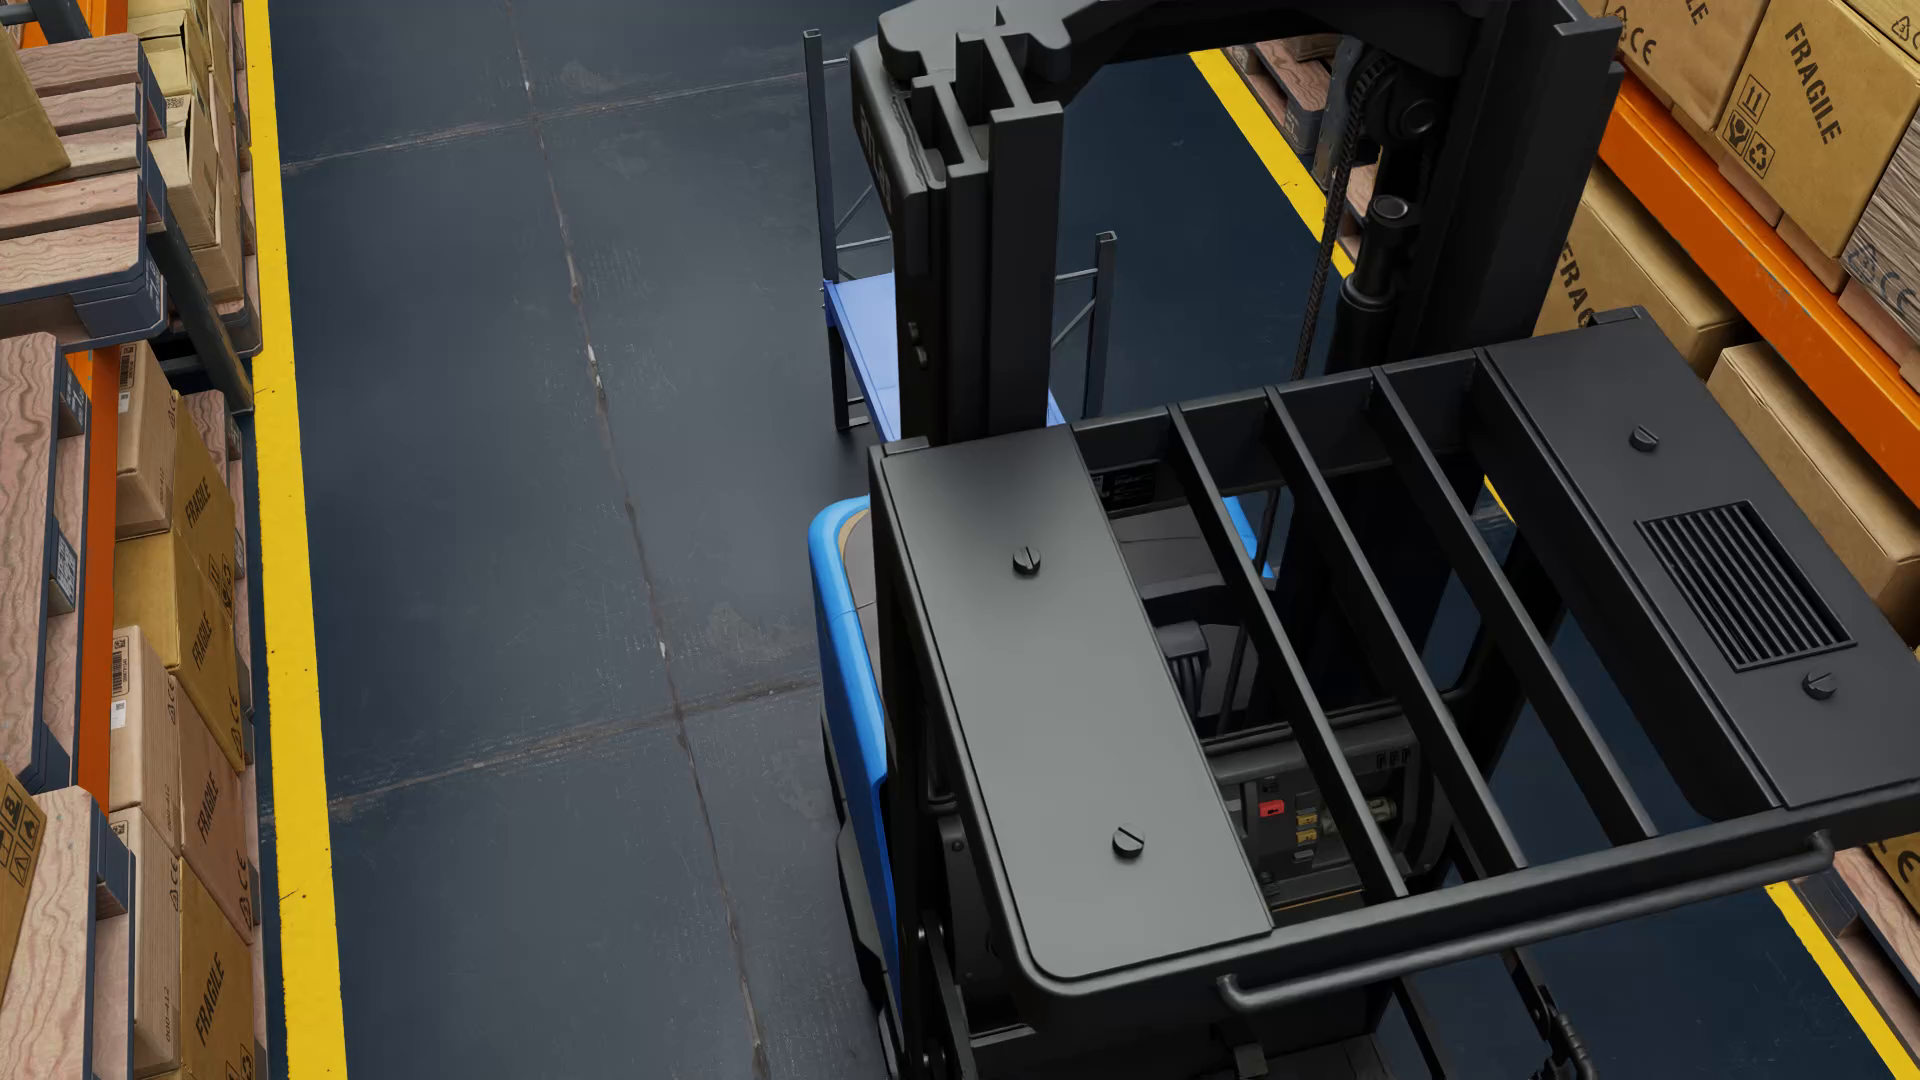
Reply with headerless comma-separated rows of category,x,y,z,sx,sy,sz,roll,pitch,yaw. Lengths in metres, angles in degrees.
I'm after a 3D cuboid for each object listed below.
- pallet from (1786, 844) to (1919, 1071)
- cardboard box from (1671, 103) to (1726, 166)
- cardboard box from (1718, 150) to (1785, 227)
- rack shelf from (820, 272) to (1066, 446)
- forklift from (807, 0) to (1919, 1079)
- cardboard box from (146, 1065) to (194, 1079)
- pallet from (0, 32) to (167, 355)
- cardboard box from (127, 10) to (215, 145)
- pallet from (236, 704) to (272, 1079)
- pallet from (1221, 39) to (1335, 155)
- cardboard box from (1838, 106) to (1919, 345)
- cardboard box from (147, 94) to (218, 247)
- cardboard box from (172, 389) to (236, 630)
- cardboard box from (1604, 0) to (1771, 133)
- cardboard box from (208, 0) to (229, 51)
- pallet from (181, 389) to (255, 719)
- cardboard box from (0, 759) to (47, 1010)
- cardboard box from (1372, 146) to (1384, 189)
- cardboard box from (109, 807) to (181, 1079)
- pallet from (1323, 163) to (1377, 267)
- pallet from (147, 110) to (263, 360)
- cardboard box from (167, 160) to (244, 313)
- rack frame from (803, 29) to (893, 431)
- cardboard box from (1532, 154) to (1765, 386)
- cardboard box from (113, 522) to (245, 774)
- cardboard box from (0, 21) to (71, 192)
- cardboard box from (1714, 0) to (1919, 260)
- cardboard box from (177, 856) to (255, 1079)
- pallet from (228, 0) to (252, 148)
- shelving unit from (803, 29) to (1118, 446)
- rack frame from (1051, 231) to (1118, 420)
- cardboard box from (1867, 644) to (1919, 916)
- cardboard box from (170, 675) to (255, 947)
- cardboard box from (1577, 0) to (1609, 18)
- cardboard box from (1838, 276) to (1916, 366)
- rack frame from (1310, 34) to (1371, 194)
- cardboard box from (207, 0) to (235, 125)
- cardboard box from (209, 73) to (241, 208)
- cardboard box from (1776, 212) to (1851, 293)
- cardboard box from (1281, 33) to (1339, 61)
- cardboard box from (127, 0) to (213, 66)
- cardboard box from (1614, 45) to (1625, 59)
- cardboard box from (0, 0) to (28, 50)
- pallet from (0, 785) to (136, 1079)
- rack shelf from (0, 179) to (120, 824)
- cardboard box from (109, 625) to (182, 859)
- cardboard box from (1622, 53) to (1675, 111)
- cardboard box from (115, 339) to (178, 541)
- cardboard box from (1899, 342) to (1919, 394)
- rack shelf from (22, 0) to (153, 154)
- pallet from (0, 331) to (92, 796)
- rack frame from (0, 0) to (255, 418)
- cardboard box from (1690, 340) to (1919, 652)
pallet,2.737,0.823,4.418,1.003,0.211,1.213,-13,51,-11
cardboard box,2.138,-1.150,4.408,0.380,0.149,0.250,-13,51,-10
cardboard box,2.194,-0.965,4.253,0.380,0.149,0.250,-13,51,-11
rack shelf,-0.025,-0.430,4.867,0.538,0.185,1.000,-13,51,-11
forklift,0.483,0.669,2.769,1.130,2.935,3.031,-11,51,-9
cardboard box,-1.772,1.462,3.403,0.500,0.500,0.500,-13,51,-10
pallet,-2.609,-0.787,4.077,1.213,0.211,1.003,-13,51,-11
cardboard box,-2.914,-1.588,5.784,0.500,0.311,0.500,-14,51,-12
pallet,-2.335,1.015,4.257,1.003,0.211,1.213,-13,51,-11
pallet,1.625,-2.123,6.901,1.003,0.211,1.213,-13,51,-11
cardboard box,2.359,-0.683,3.591,0.500,0.500,0.500,-13,51,-11
cardboard box,-2.751,-1.206,5.462,0.500,0.311,0.500,-12,51,-10
cardboard box,-2.376,-0.034,4.664,0.500,0.500,0.500,-12,51,-10
cardboard box,2.045,-1.425,4.216,0.500,0.500,0.500,-14,51,-11
cardboard box,-3.211,-2.145,6.621,0.500,0.250,0.500,-12,51,-10
pallet,-2.692,0.125,5.007,1.003,0.211,1.213,-13,51,-11
cardboard box,-1.884,0.542,2.491,0.700,0.500,0.500,-6,50,-5
cardboard box,1.947,-1.326,5.537,0.750,0.750,0.750,-14,51,-11
cardboard box,-1.900,0.877,3.405,0.500,0.250,0.500,-13,51,-11
pallet,2.016,-0.959,5.920,1.003,0.211,1.213,-13,51,-11
pallet,-3.083,-1.039,5.988,1.003,0.211,1.213,-13,51,-11
cardboard box,-2.751,-1.026,5.676,0.500,0.250,0.500,-13,51,-11
rack frame,-0.176,-0.917,5.042,0.500,1.500,0.032,-13,51,-11
cardboard box,2.199,-0.685,4.997,0.750,0.750,0.750,-14,51,-11
cardboard box,-2.223,0.344,4.345,0.500,0.500,0.500,-15,51,-12
cardboard box,-2.583,-1.061,3.842,0.700,0.500,0.500,-30,56,-23
cardboard box,2.207,-1.046,3.897,0.500,0.500,0.500,-12,51,-10
cardboard box,-1.913,1.096,3.712,0.500,0.500,0.500,-13,51,-11
pallet,-3.440,-1.928,6.738,1.003,0.211,1.213,-13,51,-11
shelving unit,-0.025,-0.546,4.729,0.538,1.500,1.048,-13,51,-11
rack frame,0.125,-0.174,4.416,0.500,1.500,0.032,-13,51,-11
cardboard box,2.721,0.583,3.928,0.750,0.750,0.750,-13,51,-11
cardboard box,-2.062,0.726,4.023,0.500,0.500,0.500,-15,52,-12
cardboard box,1.900,-1.788,4.522,0.500,0.500,0.500,-12,51,-10
cardboard box,2.333,-0.575,3.924,0.380,0.149,0.250,-15,51,-12
rack frame,1.854,-2.450,5.354,1.000,3.000,0.127,-13,51,-11
cardboard box,-3.060,-1.771,6.305,0.500,0.250,0.500,-15,51,-12
cardboard box,-2.900,-1.393,5.986,0.500,0.250,0.500,-15,51,-12
cardboard box,2.265,-0.772,4.090,0.380,0.149,0.250,-12,51,-10
cardboard box,1.592,-2.301,6.575,0.700,0.500,0.500,-13,51,-10
cardboard box,-3.063,-1.961,6.098,0.500,0.311,0.500,-15,51,-12
cardboard box,1.987,-1.528,4.728,0.380,0.149,0.250,-14,51,-11
cardboard box,-2.942,-1.574,4.674,0.500,0.311,0.500,-10,51,-9
pallet,-1.826,1.047,2.531,1.003,0.211,1.213,-13,51,-11
rack shelf,-2.285,0.365,3.451,1.077,0.370,4.000,-13,51,-11
cardboard box,-2.049,0.511,3.714,0.500,0.250,0.500,-14,51,-12
cardboard box,2.072,-1.340,4.569,0.380,0.149,0.250,-12,51,-10
cardboard box,-2.355,-0.235,4.343,0.500,0.250,0.500,-12,51,-10
cardboard box,2.393,-0.389,3.767,0.380,0.149,0.250,-13,51,-11
rack shelf,-3.468,-2.556,5.914,1.077,0.370,4.000,-13,51,-11
pallet,-2.297,0.154,3.284,1.003,0.211,1.213,-13,51,-11
rack frame,-2.877,-1.328,4.407,1.000,3.000,0.127,-13,51,-11
cardboard box,2.455,-0.065,4.474,0.750,0.750,0.750,-12,51,-10
